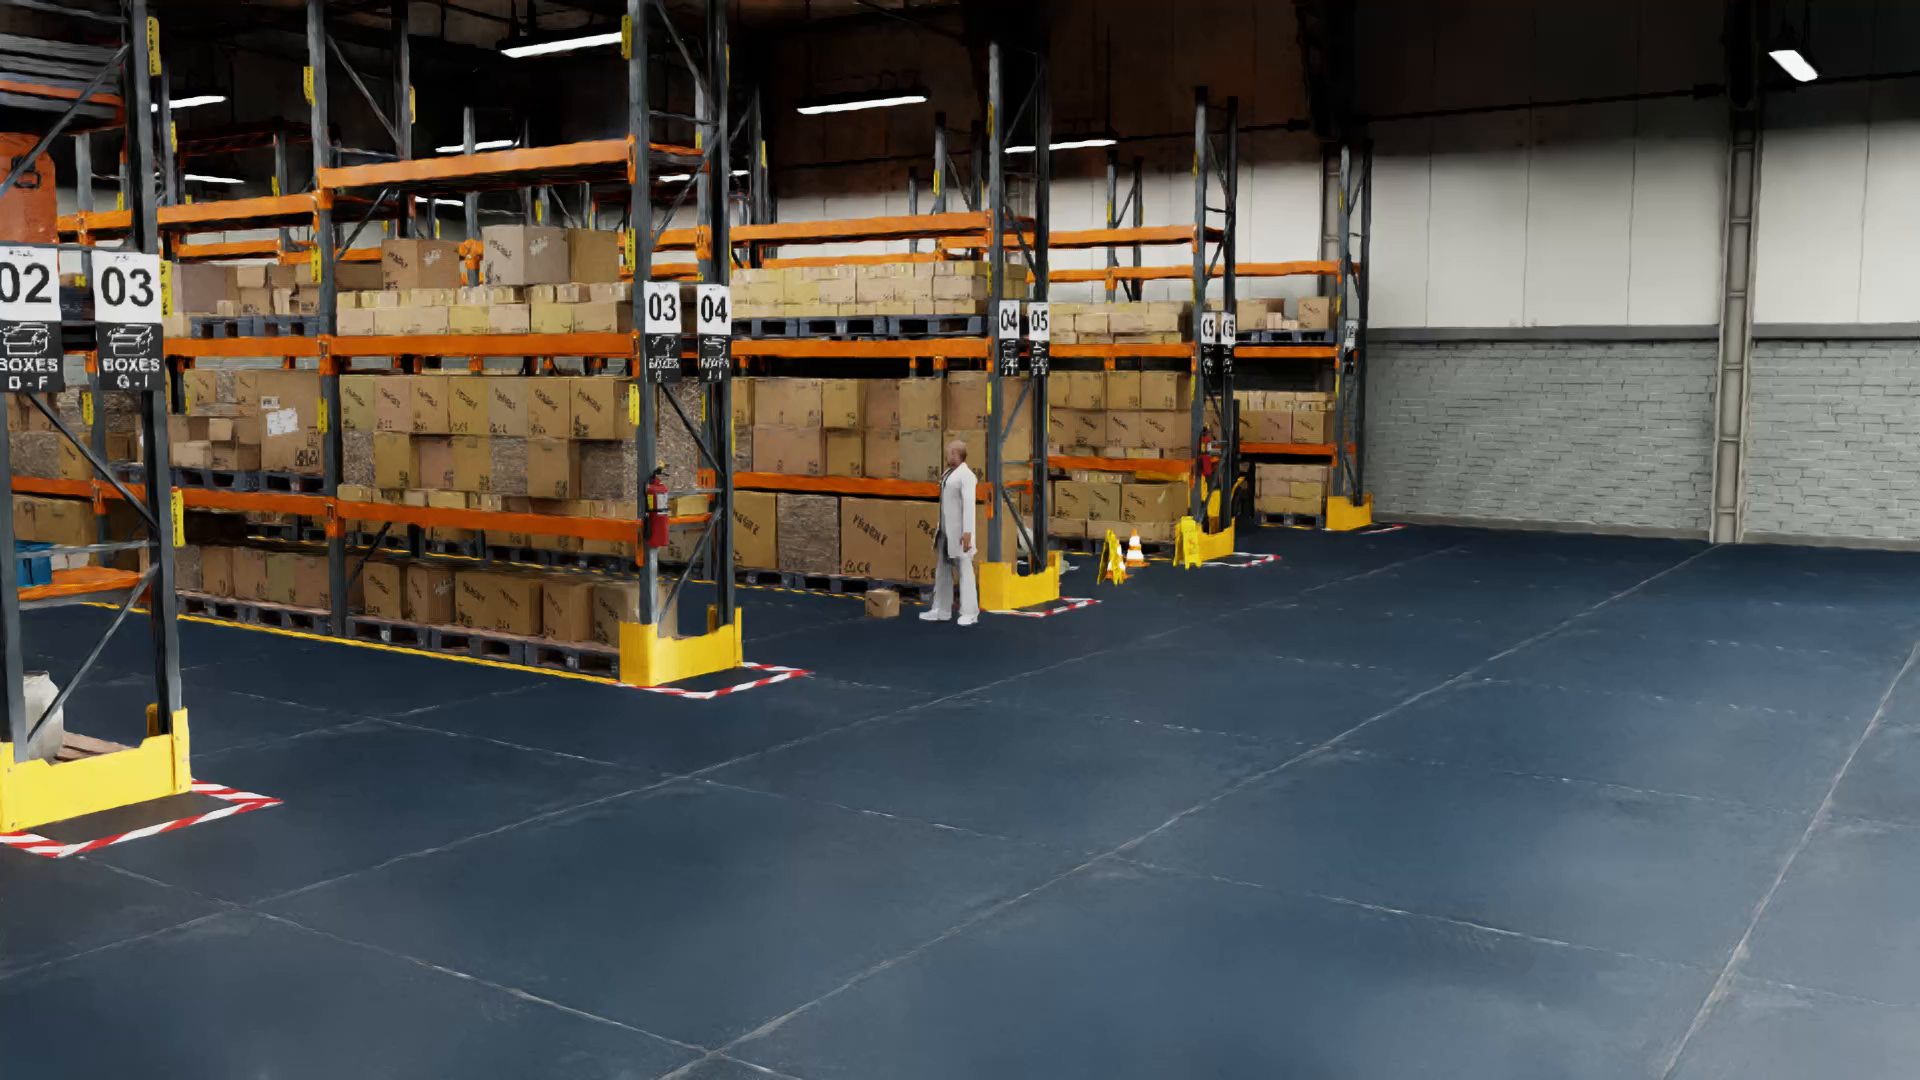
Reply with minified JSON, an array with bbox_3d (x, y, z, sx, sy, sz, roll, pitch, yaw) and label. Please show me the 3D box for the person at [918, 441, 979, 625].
[{"bbox_3d":[-0.098,-0.074,16.196,0.566,1.783,0.686,-3,7,-26],"label":"person"}]
